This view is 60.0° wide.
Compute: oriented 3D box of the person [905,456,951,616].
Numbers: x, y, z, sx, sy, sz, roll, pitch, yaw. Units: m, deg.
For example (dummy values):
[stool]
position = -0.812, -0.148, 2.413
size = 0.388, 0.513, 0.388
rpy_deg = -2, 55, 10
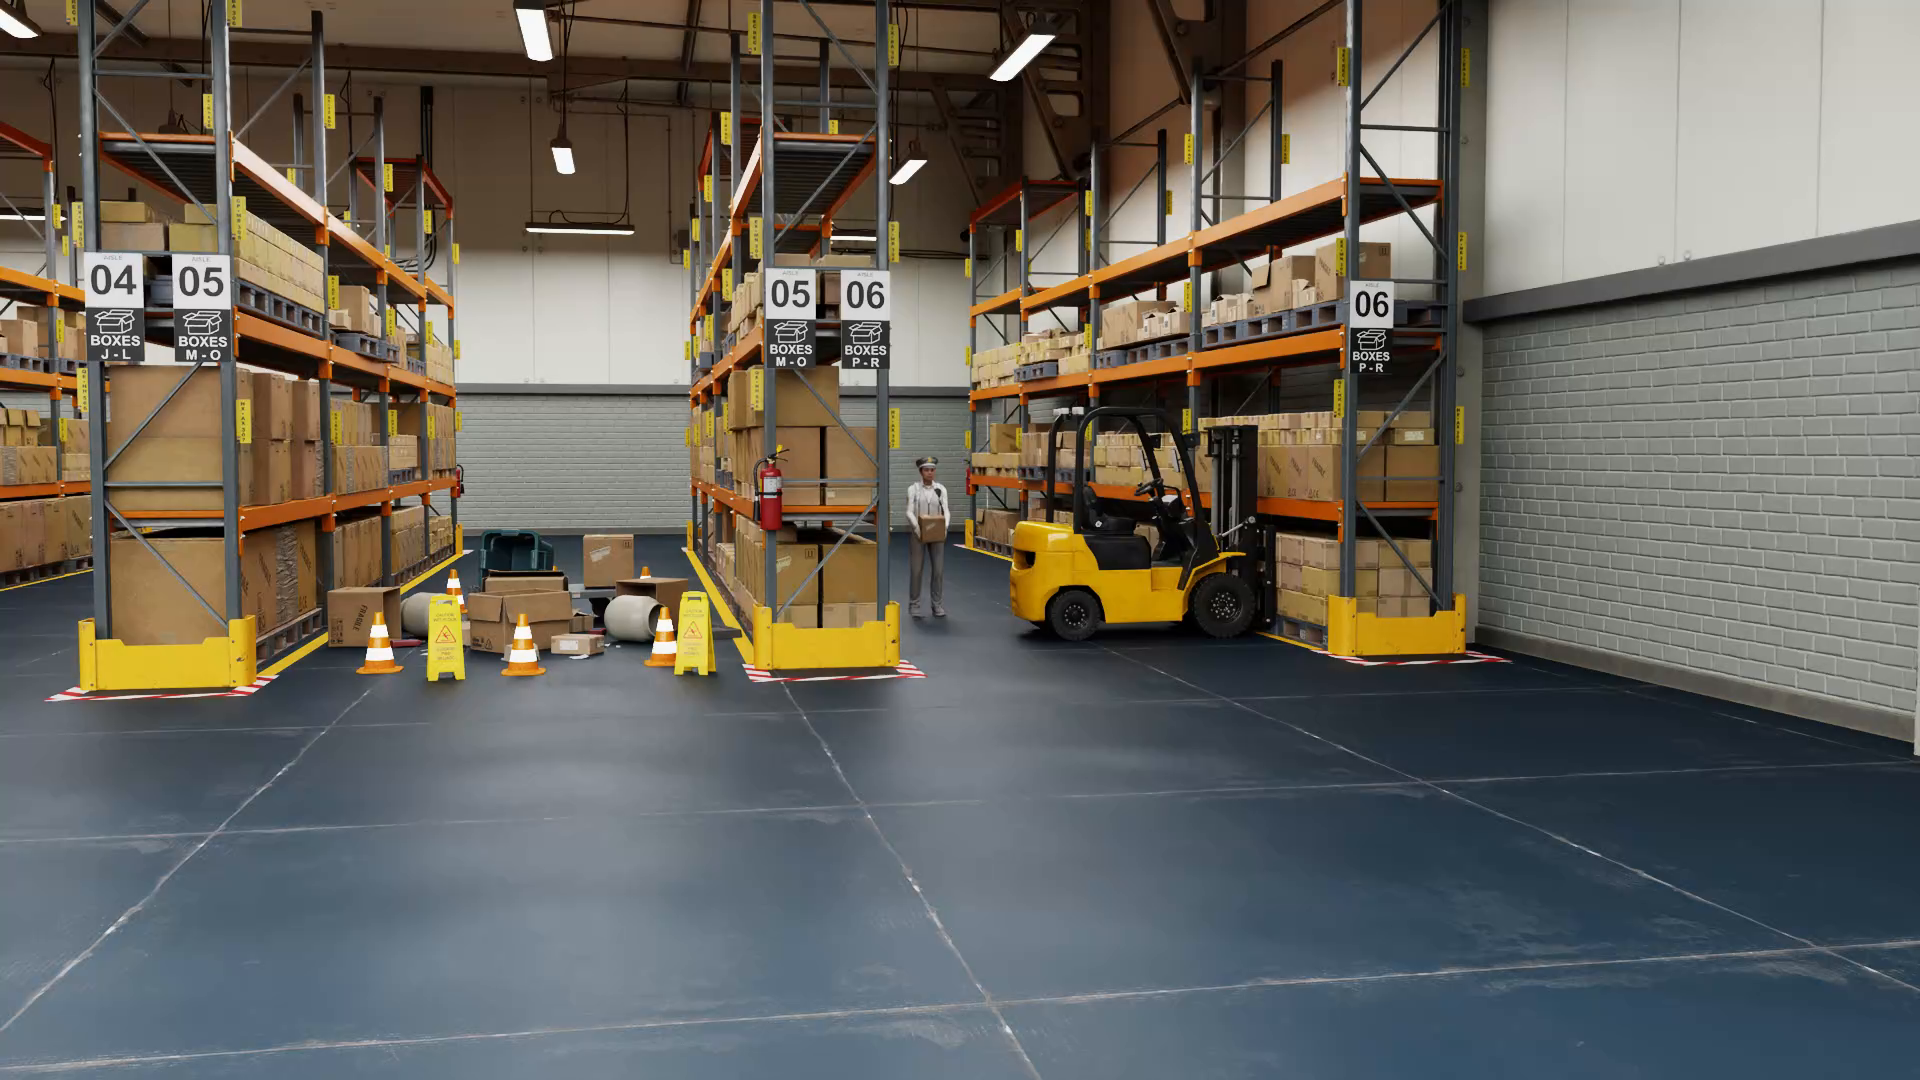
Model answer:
[person]
position = -0.331, -0.040, 17.588
size = 0.489, 1.692, 0.489
rpy_deg = -1, 3, -12
